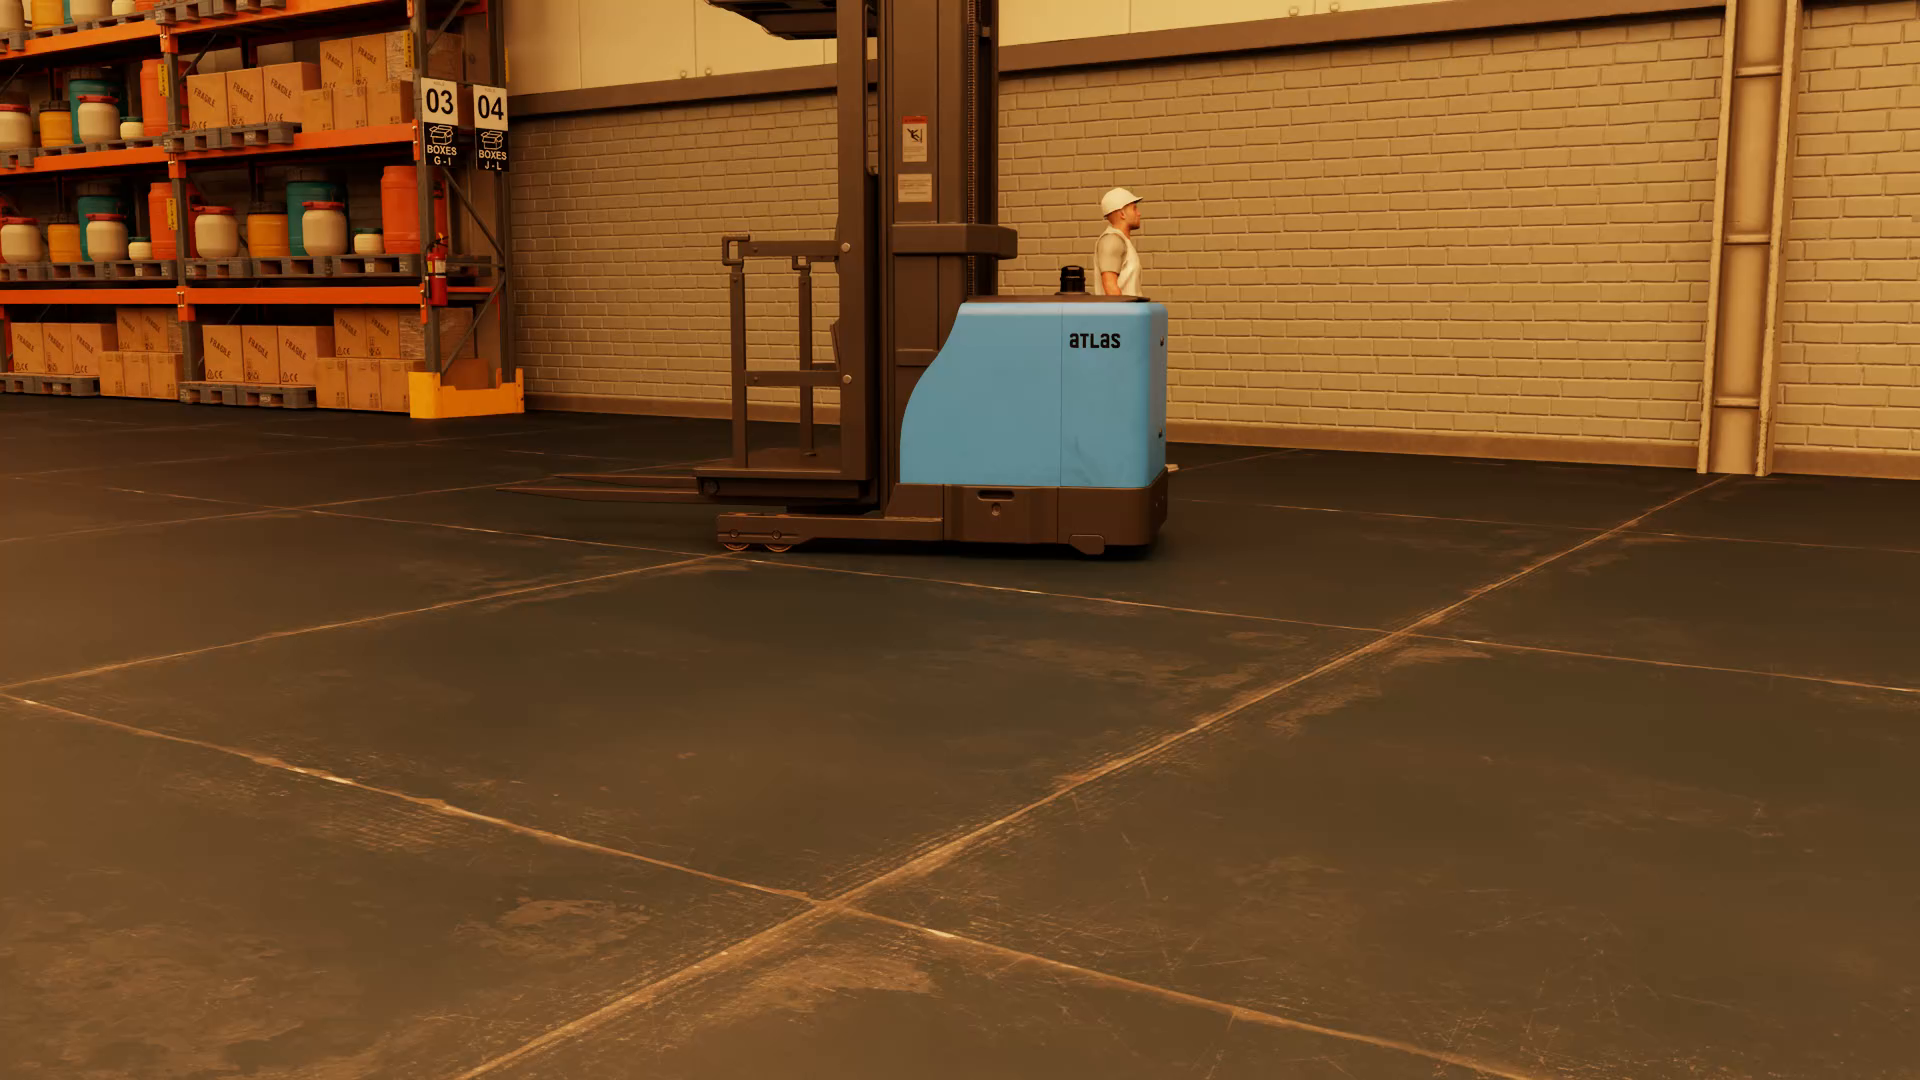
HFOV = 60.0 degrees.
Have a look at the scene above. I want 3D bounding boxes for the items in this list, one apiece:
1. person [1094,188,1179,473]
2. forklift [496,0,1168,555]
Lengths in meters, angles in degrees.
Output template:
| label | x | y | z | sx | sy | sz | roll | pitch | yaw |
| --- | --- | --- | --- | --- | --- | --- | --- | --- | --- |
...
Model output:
| label | x | y | z | sx | sy | sz | roll | pitch | yaw |
| --- | --- | --- | --- | --- | --- | --- | --- | --- | --- |
| person | 1.131 | -1.334 | 10.581 | 0.566 | 1.786 | 0.637 | 1 | 8 | 9 |
| forklift | -0.596 | -1.469 | 7.520 | 3.031 | 2.935 | 1.130 | 2 | 8 | 12 |
